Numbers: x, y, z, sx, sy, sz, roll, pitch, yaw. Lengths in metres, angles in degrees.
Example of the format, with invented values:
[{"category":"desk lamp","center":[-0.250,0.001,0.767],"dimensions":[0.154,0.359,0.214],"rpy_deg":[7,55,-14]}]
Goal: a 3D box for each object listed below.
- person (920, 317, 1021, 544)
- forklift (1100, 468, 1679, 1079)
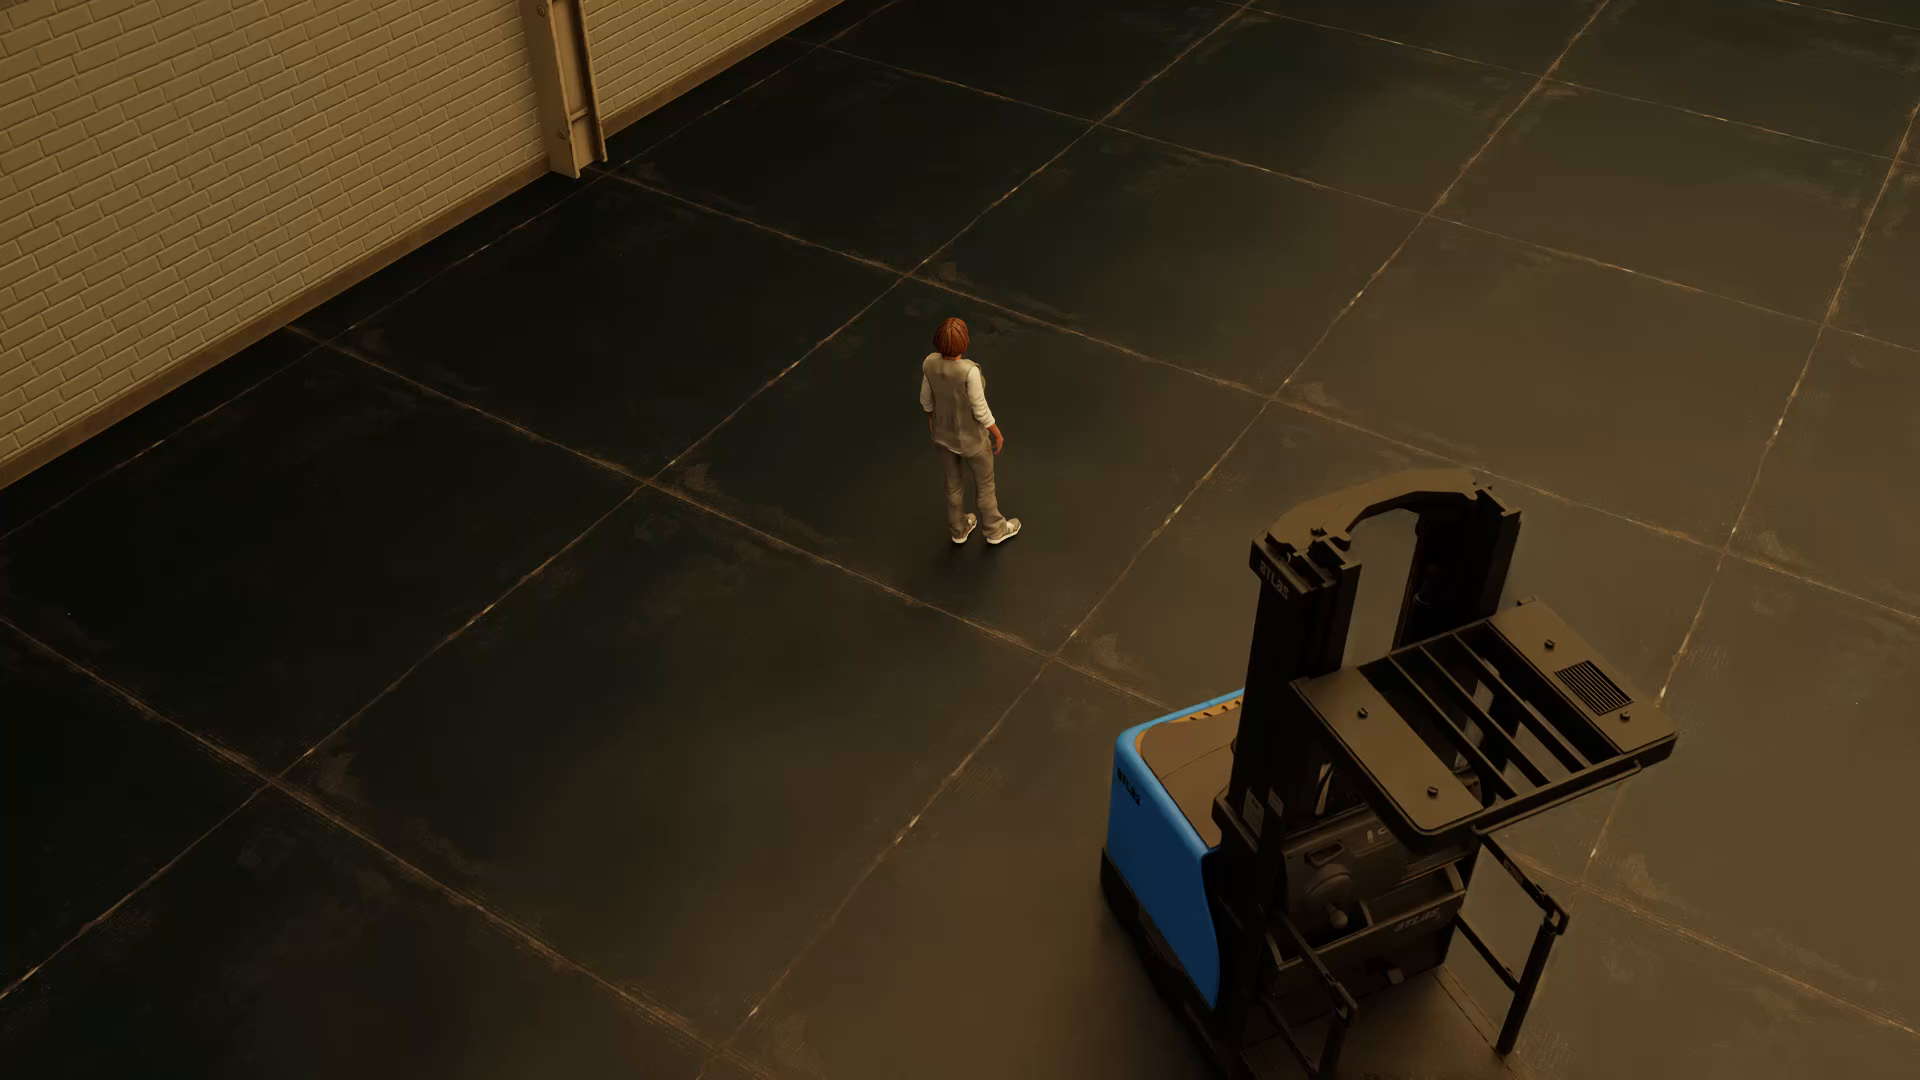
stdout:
[{"category":"person","center":[0.052,-0.651,9.755],"dimensions":[0.520,1.599,0.473],"rpy_deg":[22,45,24]},{"category":"forklift","center":[1.764,1.312,6.419],"dimensions":[1.130,2.935,3.031],"rpy_deg":[-17,43,-19]}]
